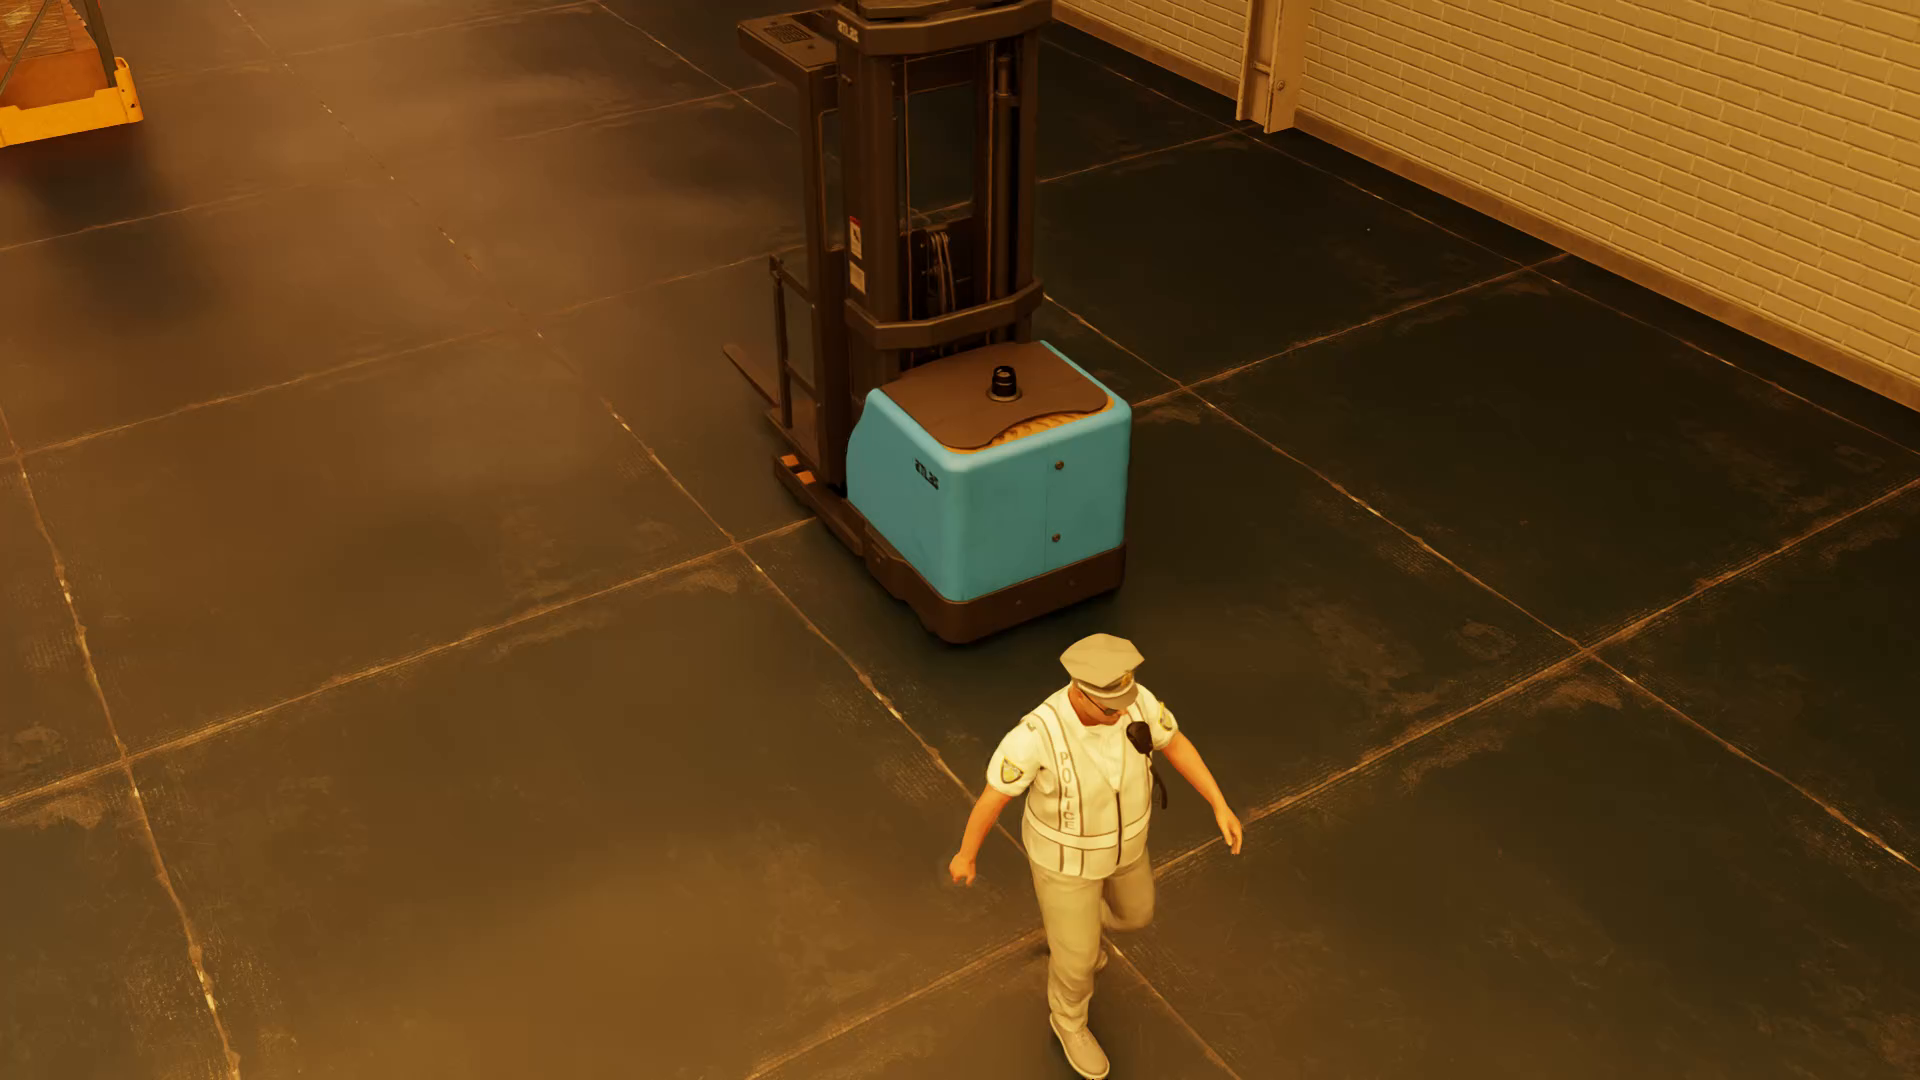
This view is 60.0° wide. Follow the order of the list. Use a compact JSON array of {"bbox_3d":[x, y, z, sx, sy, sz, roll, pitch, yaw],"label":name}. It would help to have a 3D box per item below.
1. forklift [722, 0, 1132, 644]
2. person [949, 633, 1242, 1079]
[{"bbox_3d":[-0.365,-1.528,8.323,1.130,2.935,3.031,-19,39,-25],"label":"forklift"},{"bbox_3d":[0.437,1.051,5.706,0.870,1.730,0.680,-21,40,-27],"label":"person"}]
